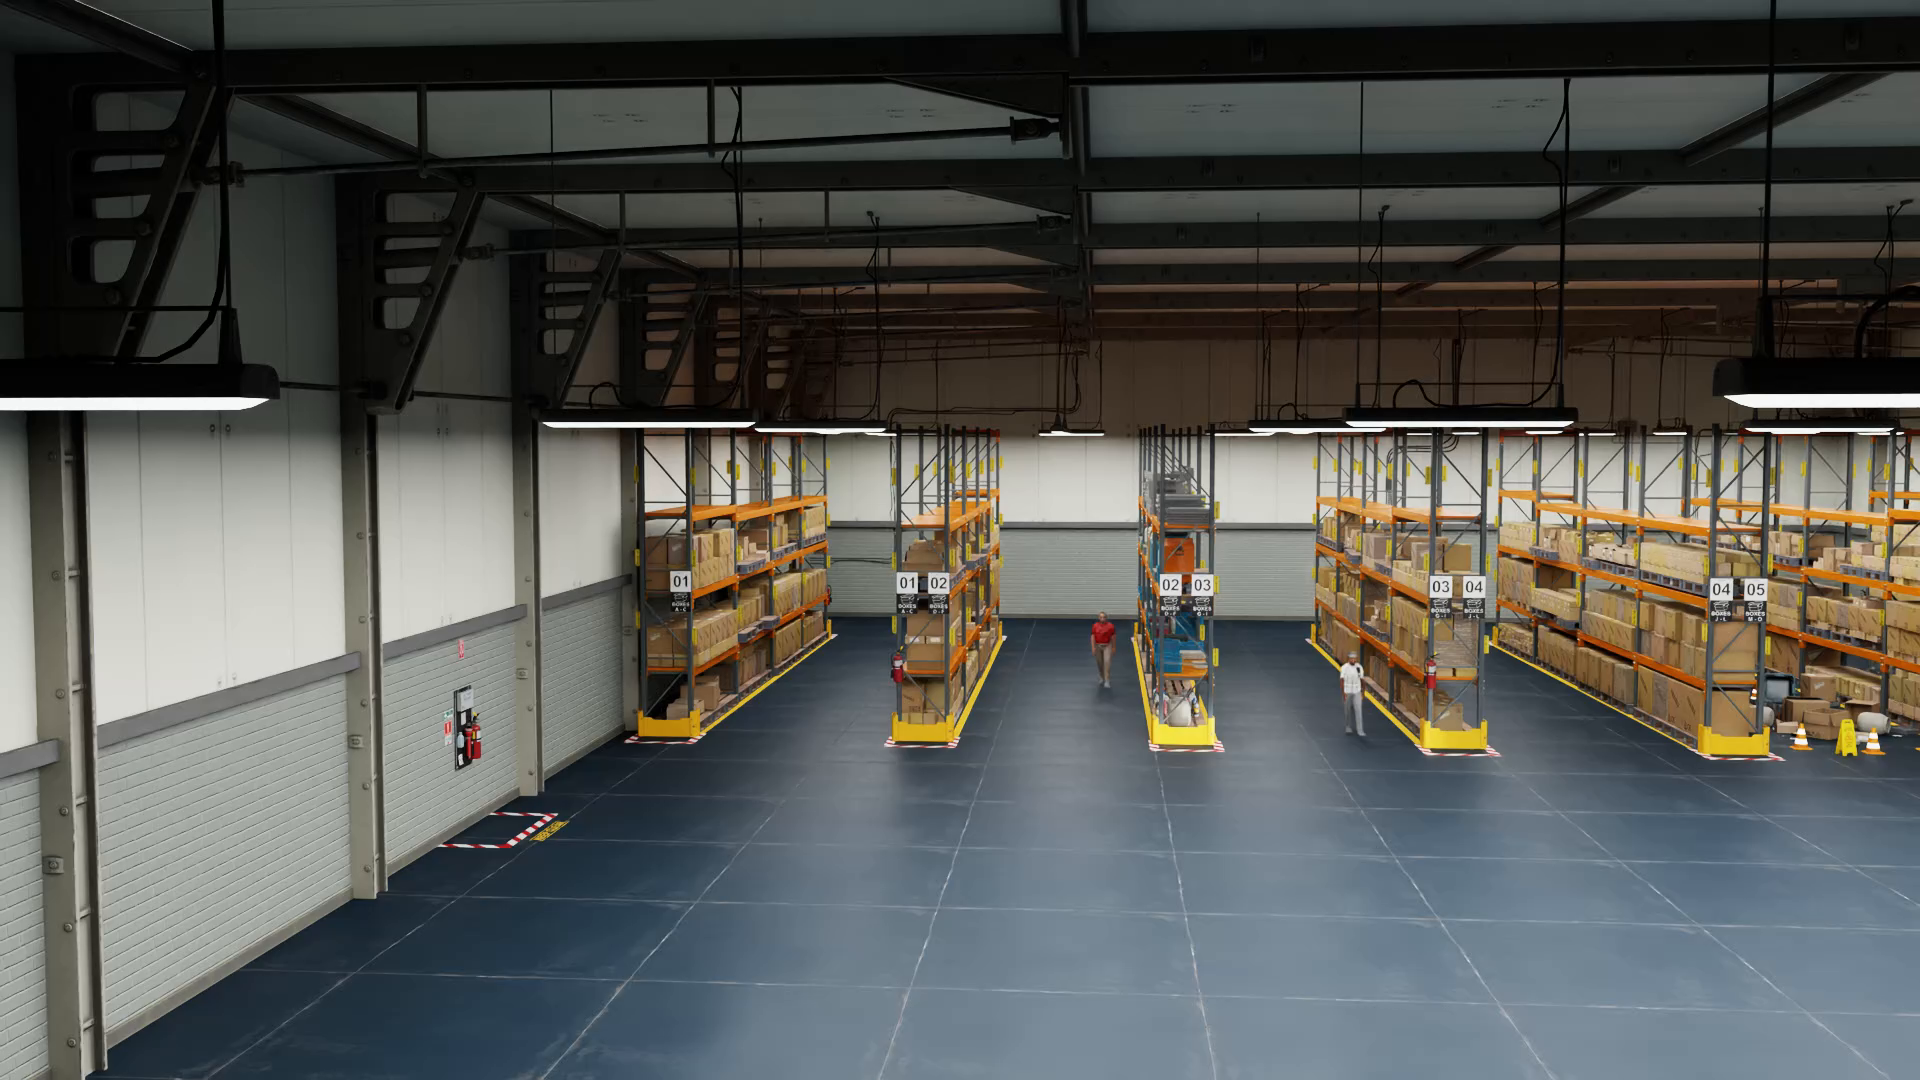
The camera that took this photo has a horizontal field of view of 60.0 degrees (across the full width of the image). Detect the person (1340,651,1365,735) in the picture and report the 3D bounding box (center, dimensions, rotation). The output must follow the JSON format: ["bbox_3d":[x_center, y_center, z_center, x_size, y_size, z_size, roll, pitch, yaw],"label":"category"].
[{"bbox_3d":[7.545,2.938,31.946,0.482,1.628,0.980,1,4,13],"label":"person"}]

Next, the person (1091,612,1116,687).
[{"bbox_3d":[3.295,2.512,38.514,0.552,1.684,0.946,1,4,21],"label":"person"}]

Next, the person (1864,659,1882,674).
[{"bbox_3d":[22.356,2.429,40.455,0.463,1.684,0.646,-1,4,-13],"label":"person"}]
